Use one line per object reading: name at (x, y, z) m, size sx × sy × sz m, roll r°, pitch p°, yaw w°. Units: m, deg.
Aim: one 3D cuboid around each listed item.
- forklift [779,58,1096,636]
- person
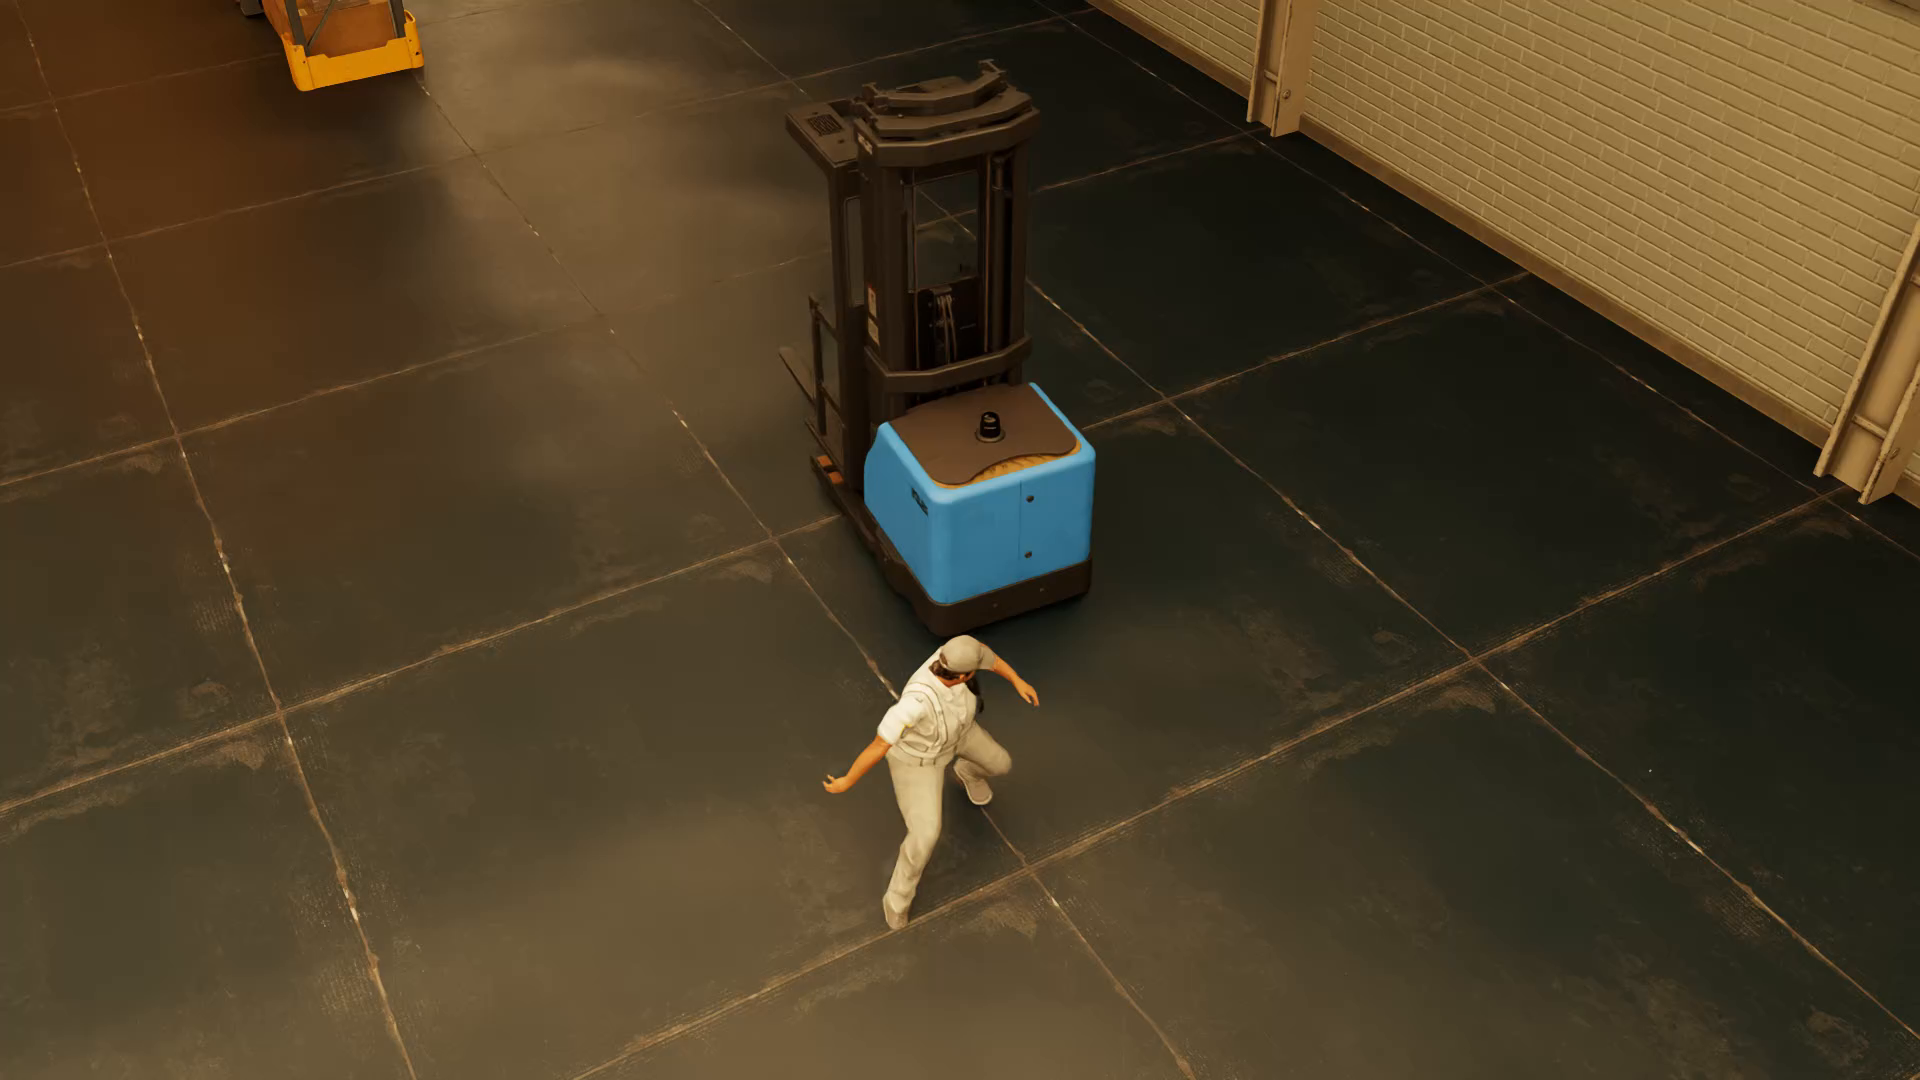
forklift at (-0.313, -1.512, 9.859) m, size 1.130 × 2.935 × 3.031 m, roll -17°, pitch 43°, yaw -19°
person at (-0.128, 1.057, 7.980) m, size 0.538 × 1.625 × 1.027 m, roll 28°, pitch 47°, yaw 30°
